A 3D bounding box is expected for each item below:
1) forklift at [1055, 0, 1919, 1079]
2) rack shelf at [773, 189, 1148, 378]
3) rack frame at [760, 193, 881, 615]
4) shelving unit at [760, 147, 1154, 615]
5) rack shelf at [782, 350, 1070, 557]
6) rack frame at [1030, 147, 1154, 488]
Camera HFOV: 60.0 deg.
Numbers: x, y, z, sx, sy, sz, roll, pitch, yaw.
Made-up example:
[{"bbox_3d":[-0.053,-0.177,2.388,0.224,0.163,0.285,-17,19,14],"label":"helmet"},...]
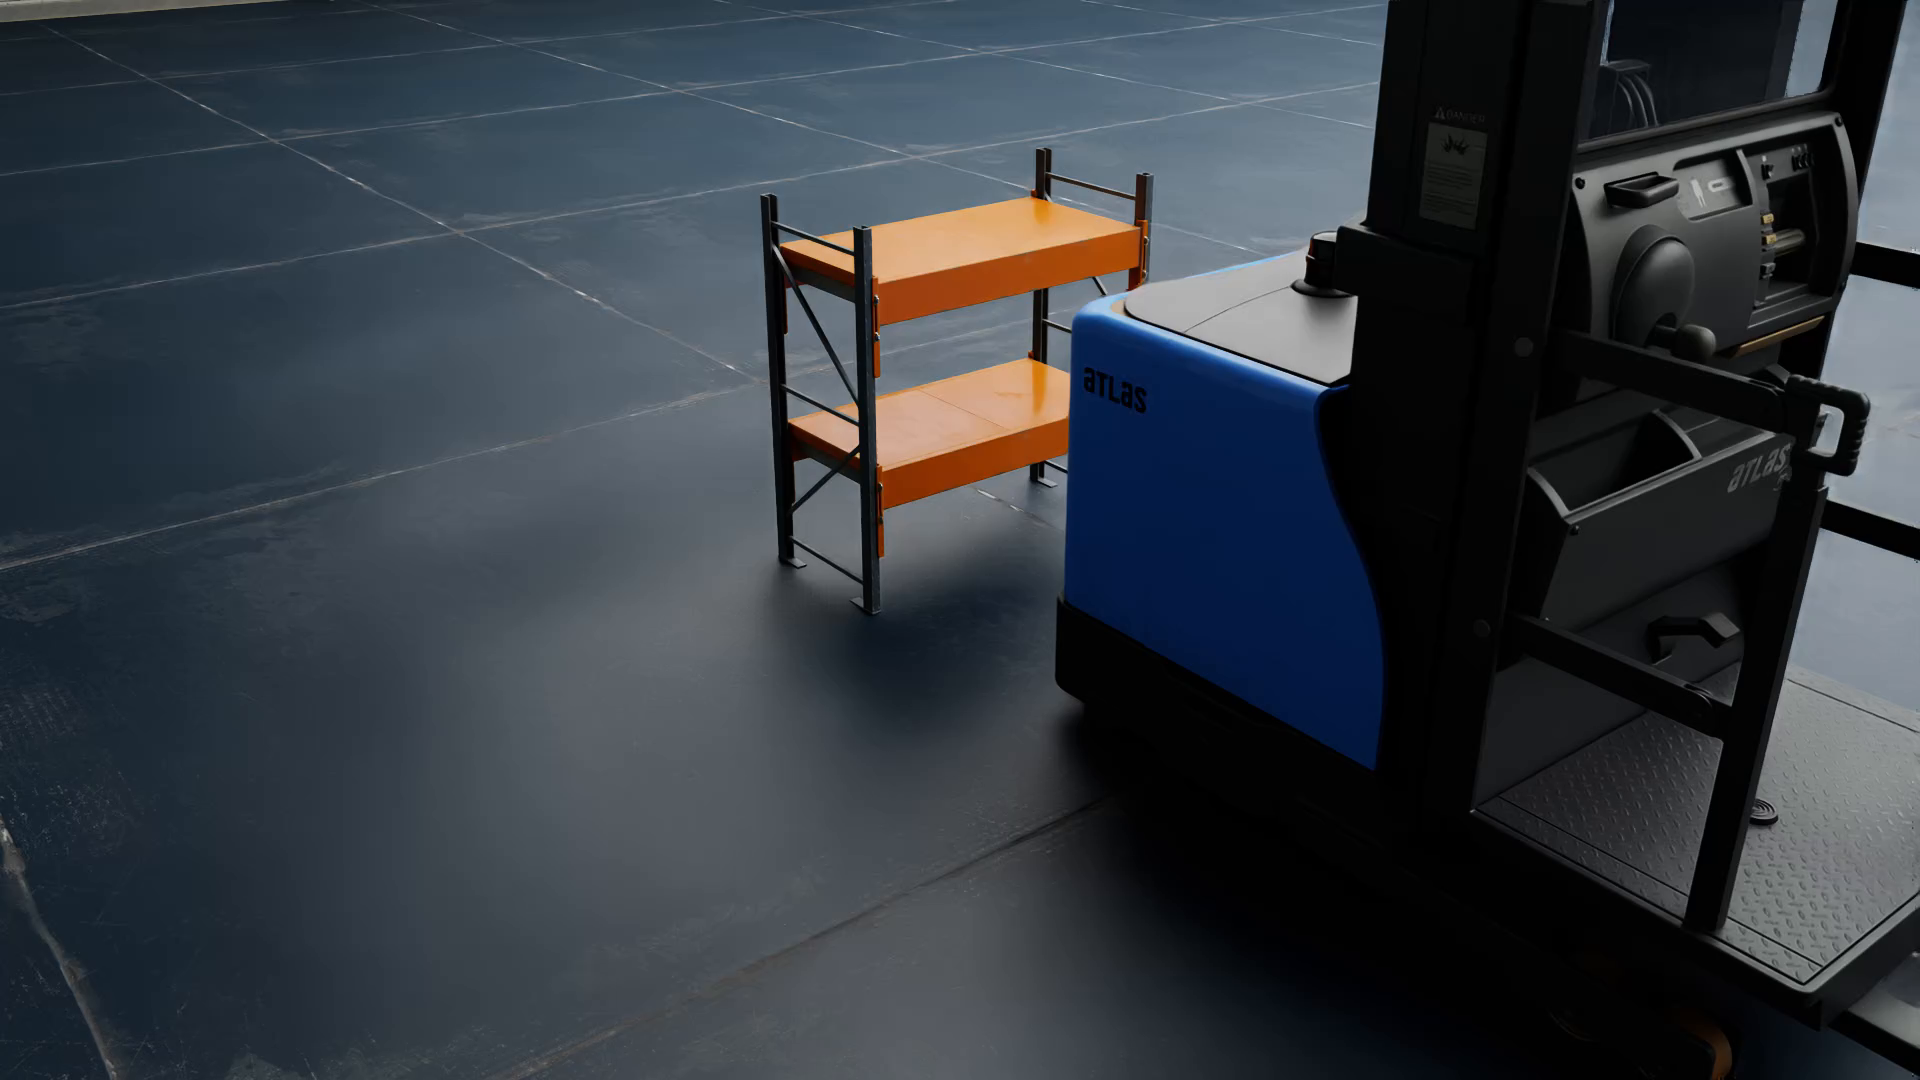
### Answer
[{"bbox_3d":[1.545,-0.544,2.941,1.130,2.935,3.031,-18,30,-34],"label":"forklift"},{"bbox_3d":[0.005,-0.777,4.894,1.000,0.278,0.538,-18,31,-34],"label":"rack shelf"},{"bbox_3d":[-0.395,-0.380,4.732,0.032,1.125,0.500,-18,31,-34],"label":"rack frame"},{"bbox_3d":[0.005,-0.512,5.017,1.048,1.125,0.538,-18,31,-34],"label":"shelving unit"},{"bbox_3d":[0.005,-0.290,5.120,1.000,0.278,0.538,-18,31,-34],"label":"rack shelf"},{"bbox_3d":[0.405,-0.644,5.302,0.032,1.125,0.500,-18,31,-34],"label":"rack frame"}]
